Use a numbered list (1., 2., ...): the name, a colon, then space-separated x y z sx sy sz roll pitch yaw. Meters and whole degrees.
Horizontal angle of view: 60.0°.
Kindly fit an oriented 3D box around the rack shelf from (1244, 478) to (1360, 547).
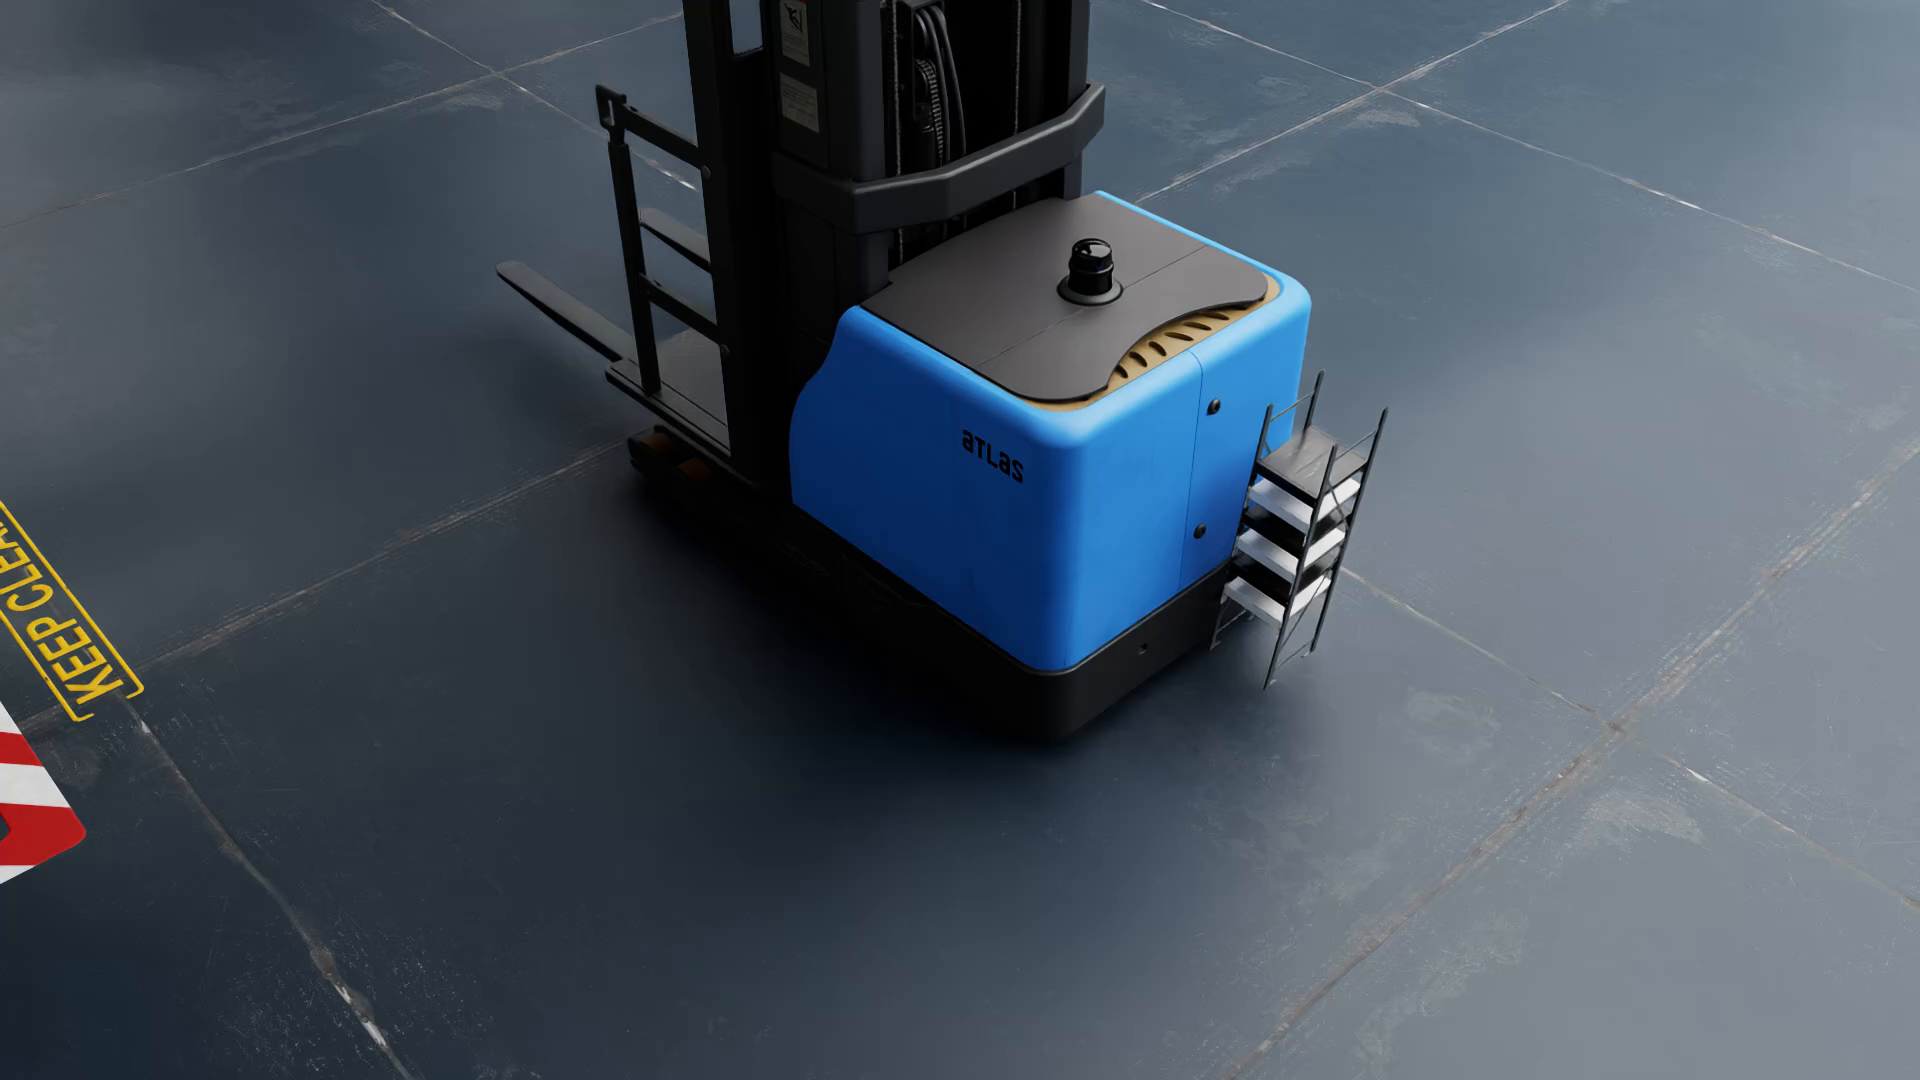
1. rack shelf: 0.917 -0.117 4.433 0.258 0.077 0.200 -32 54 -33

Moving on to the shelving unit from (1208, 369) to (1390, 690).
1. shelving unit: 0.908 -0.009 4.532 0.258 0.900 0.210 -32 54 -33

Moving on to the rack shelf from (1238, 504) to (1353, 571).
1. rack shelf: 0.911 -0.051 4.494 0.258 0.077 0.200 -32 54 -33

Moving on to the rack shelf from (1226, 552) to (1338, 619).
1. rack shelf: 0.899 0.081 4.616 0.258 0.077 0.200 -32 54 -33

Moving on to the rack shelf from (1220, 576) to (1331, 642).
1. rack shelf: 0.893 0.147 4.677 0.258 0.077 0.200 -32 54 -33

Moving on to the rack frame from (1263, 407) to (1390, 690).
1. rack frame: 0.979 0.043 4.483 0.240 0.900 0.006 -32 54 -33

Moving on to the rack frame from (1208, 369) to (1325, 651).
1. rack frame: 0.836 -0.062 4.582 0.240 0.900 0.006 -32 54 -33

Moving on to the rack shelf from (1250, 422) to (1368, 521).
1. rack shelf: 0.923 -0.183 4.372 0.258 0.077 0.200 -32 54 -33

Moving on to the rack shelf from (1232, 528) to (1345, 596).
1. rack shelf: 0.905 0.015 4.555 0.258 0.077 0.200 -32 54 -33

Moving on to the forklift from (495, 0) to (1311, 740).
1. forklift: -0.435 -1.435 4.694 1.130 2.935 3.031 -31 48 -32
